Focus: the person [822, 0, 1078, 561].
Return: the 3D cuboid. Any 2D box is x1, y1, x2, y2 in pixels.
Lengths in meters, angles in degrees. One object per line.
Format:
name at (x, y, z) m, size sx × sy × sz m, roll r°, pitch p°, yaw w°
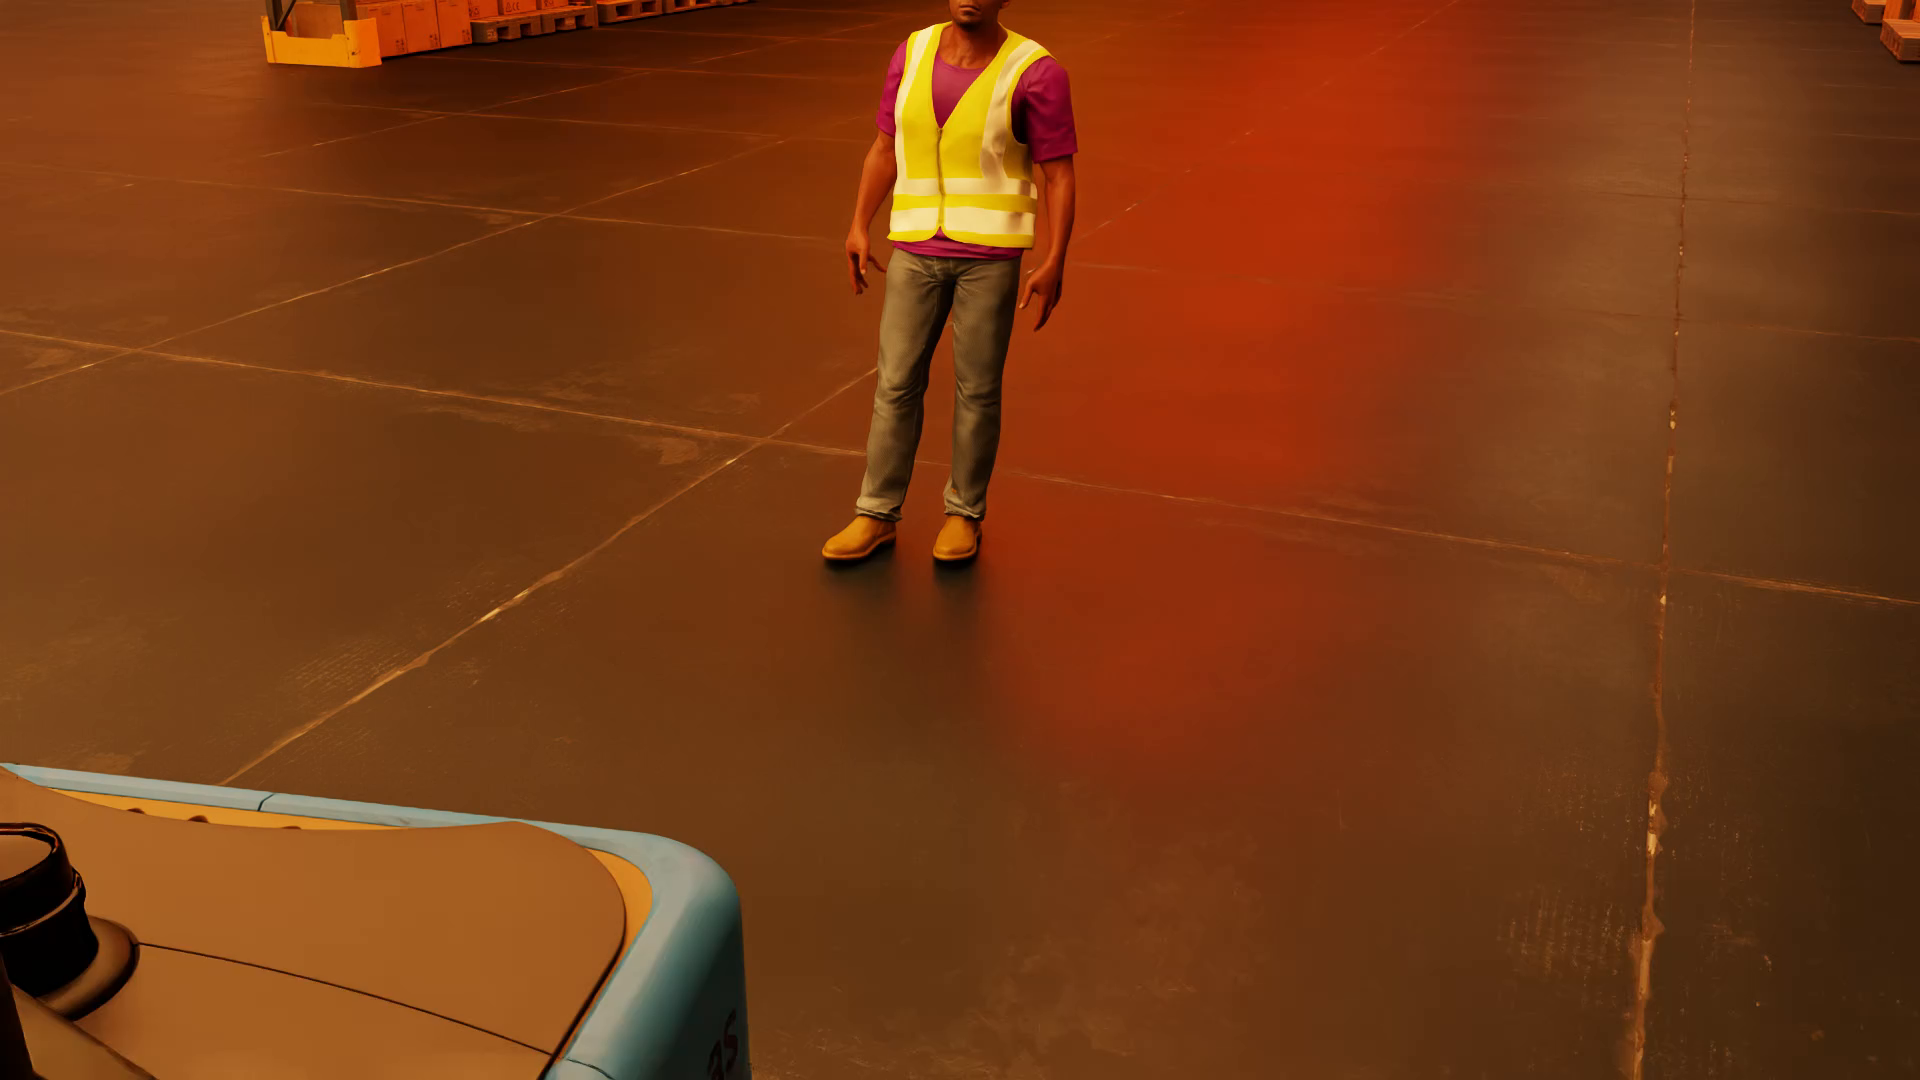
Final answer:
person at (-0.032, -0.798, 4.693) m, size 0.665 × 1.765 × 0.577 m, roll 9°, pitch 24°, yaw 21°
